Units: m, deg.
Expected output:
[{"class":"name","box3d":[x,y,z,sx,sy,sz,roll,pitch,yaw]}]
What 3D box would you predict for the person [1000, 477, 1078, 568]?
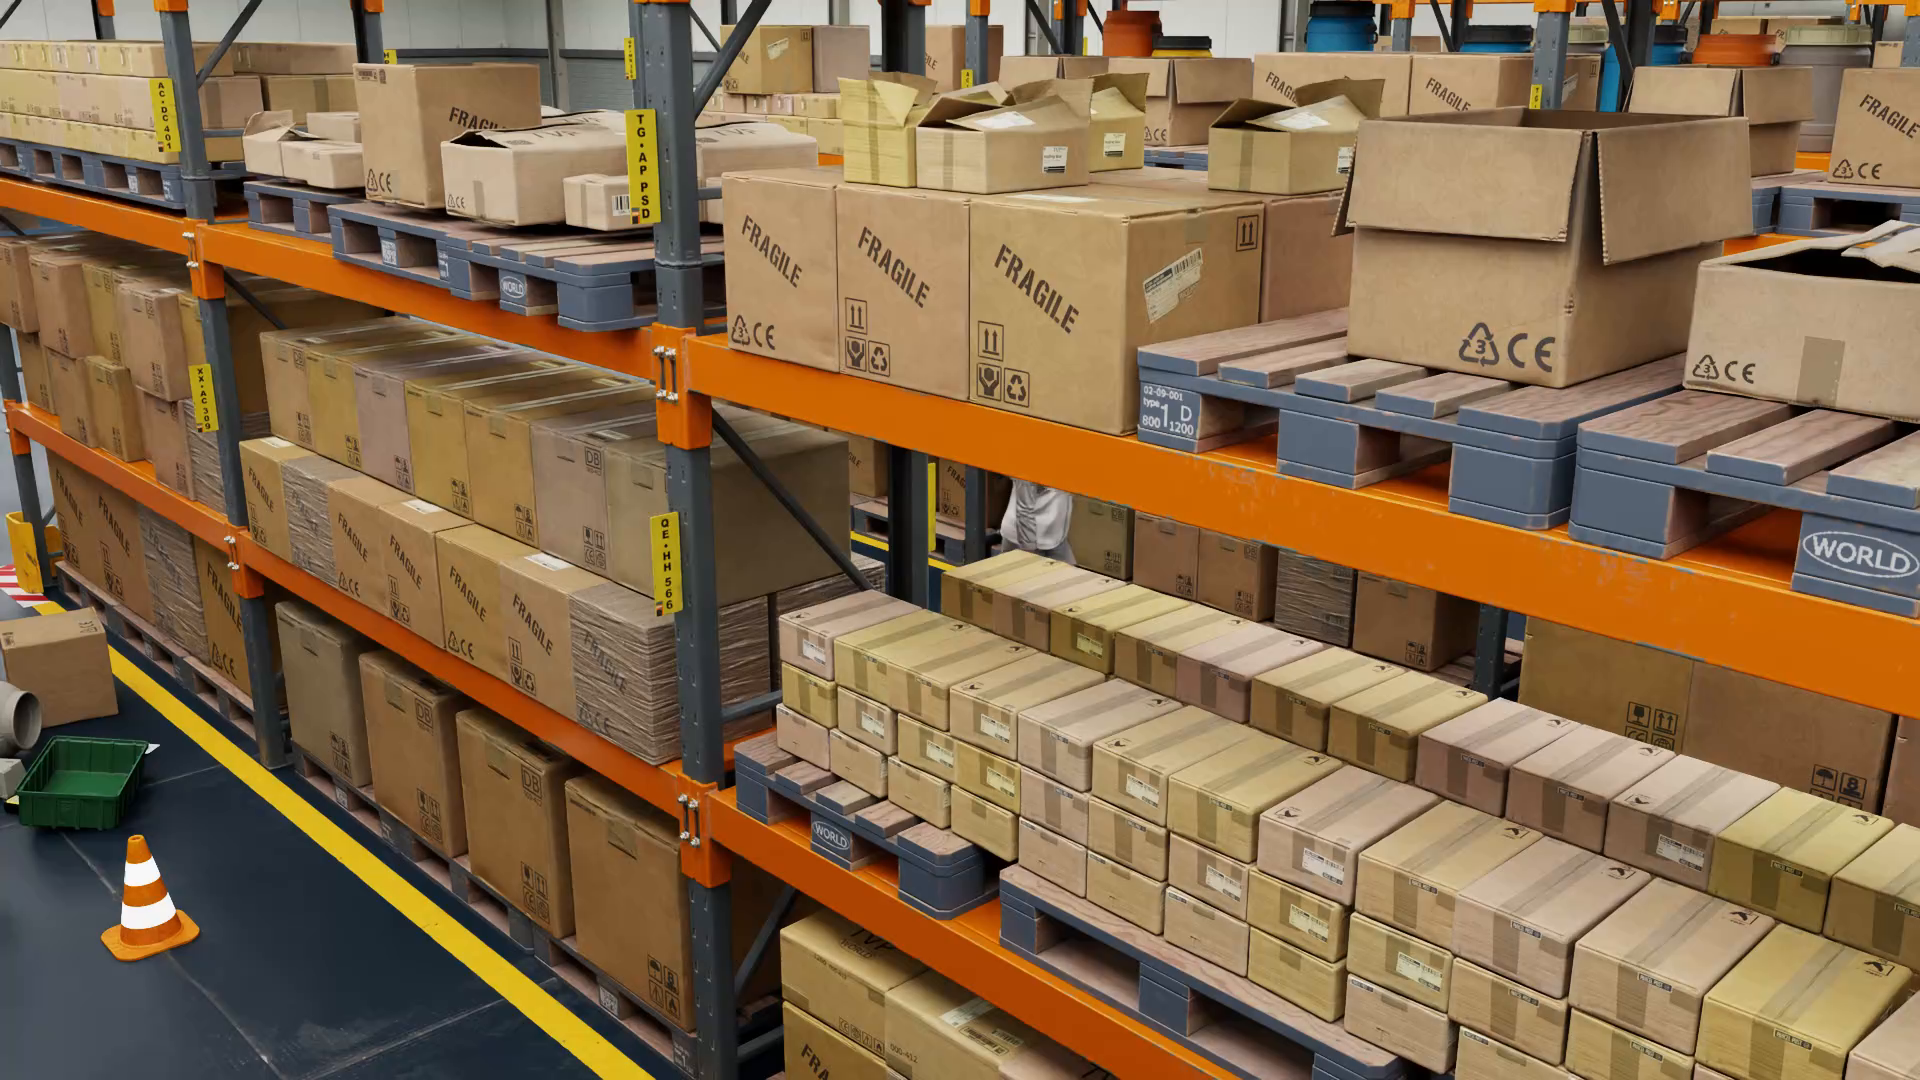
[{"class":"person","box3d":[0.407,-0.001,9.490,0.549,1.781,0.563,8,19,24]}]
